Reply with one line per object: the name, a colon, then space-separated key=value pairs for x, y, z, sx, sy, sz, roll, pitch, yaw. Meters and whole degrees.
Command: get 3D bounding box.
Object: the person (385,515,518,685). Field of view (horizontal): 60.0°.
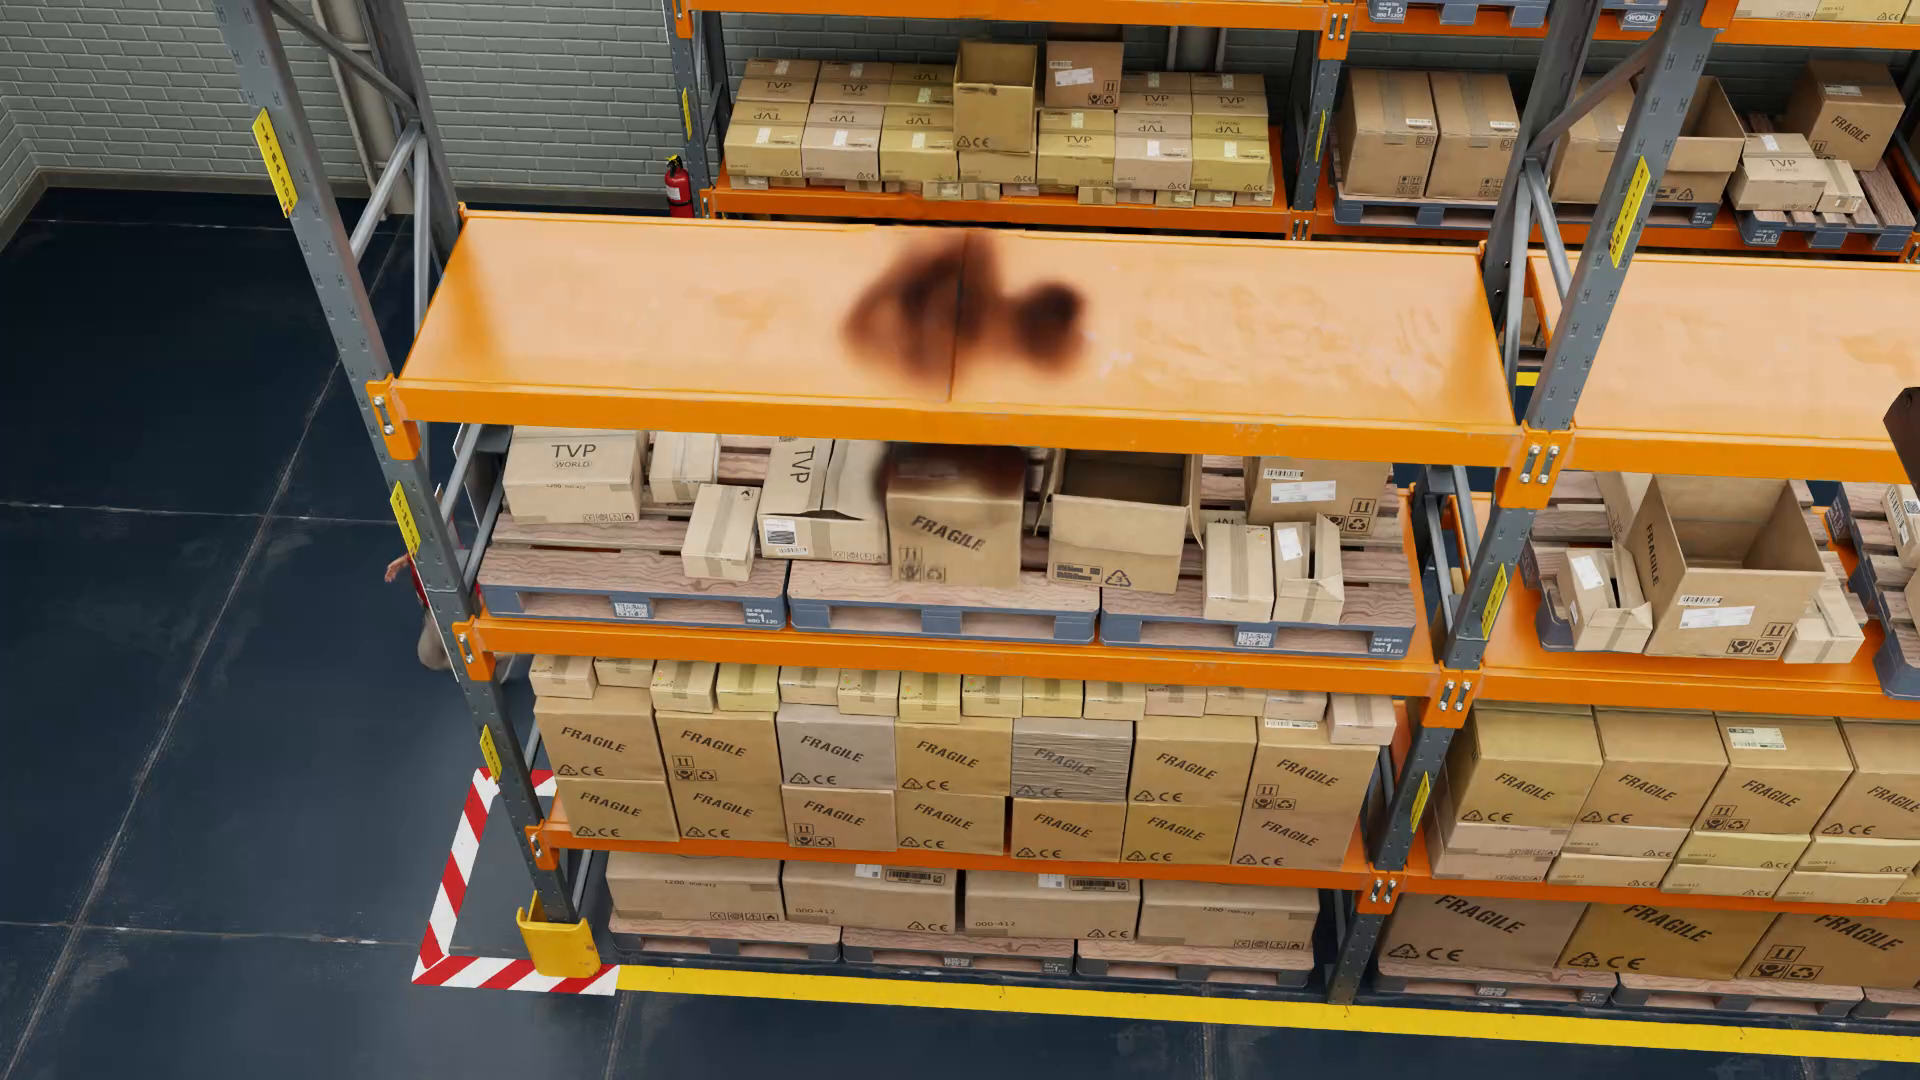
person: x=-2.879 y=0.352 z=9.316 sx=0.548 sy=1.652 sz=0.665 roll=-17 pitch=50 yaw=-15
